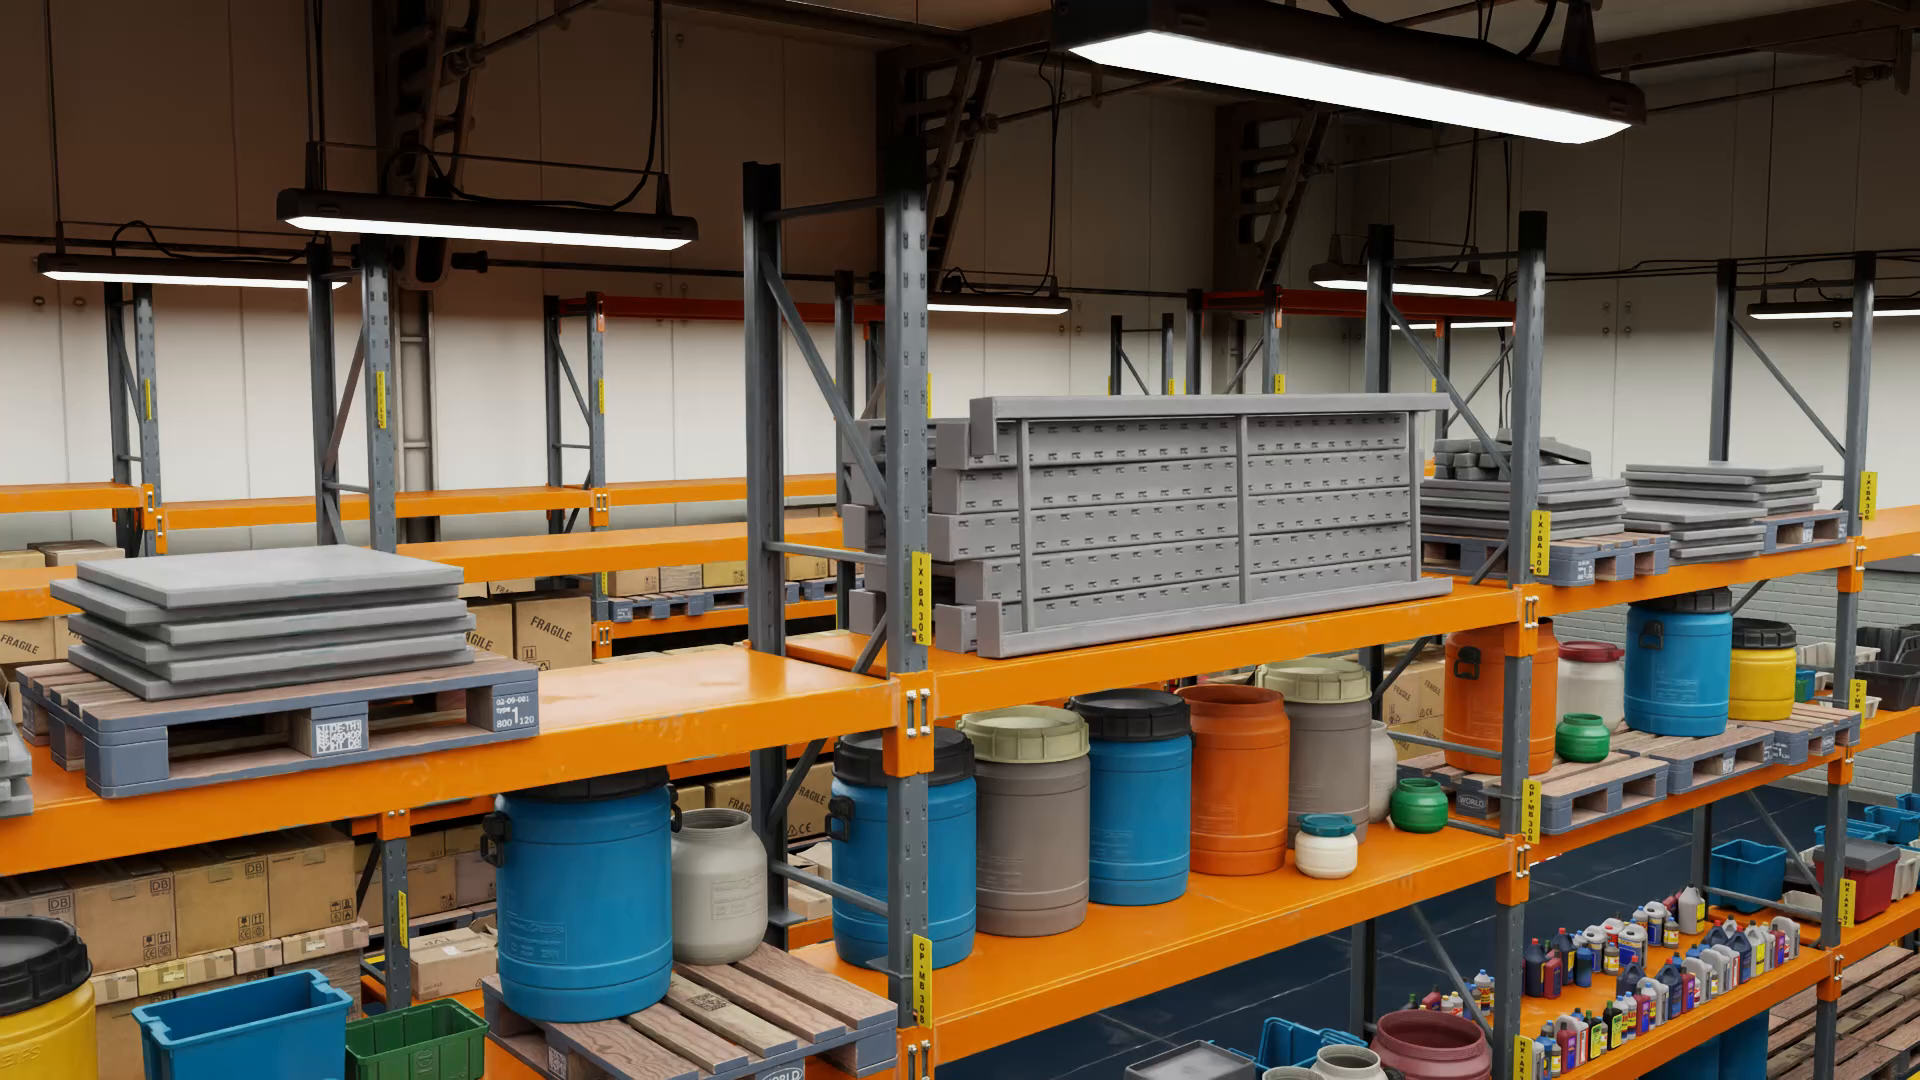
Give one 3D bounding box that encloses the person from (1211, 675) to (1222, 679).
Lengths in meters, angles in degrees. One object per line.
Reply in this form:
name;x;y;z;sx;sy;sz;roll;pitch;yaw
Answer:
person;2.896;2.449;19.032;0.560;1.788;0.657;-1;6;-10
